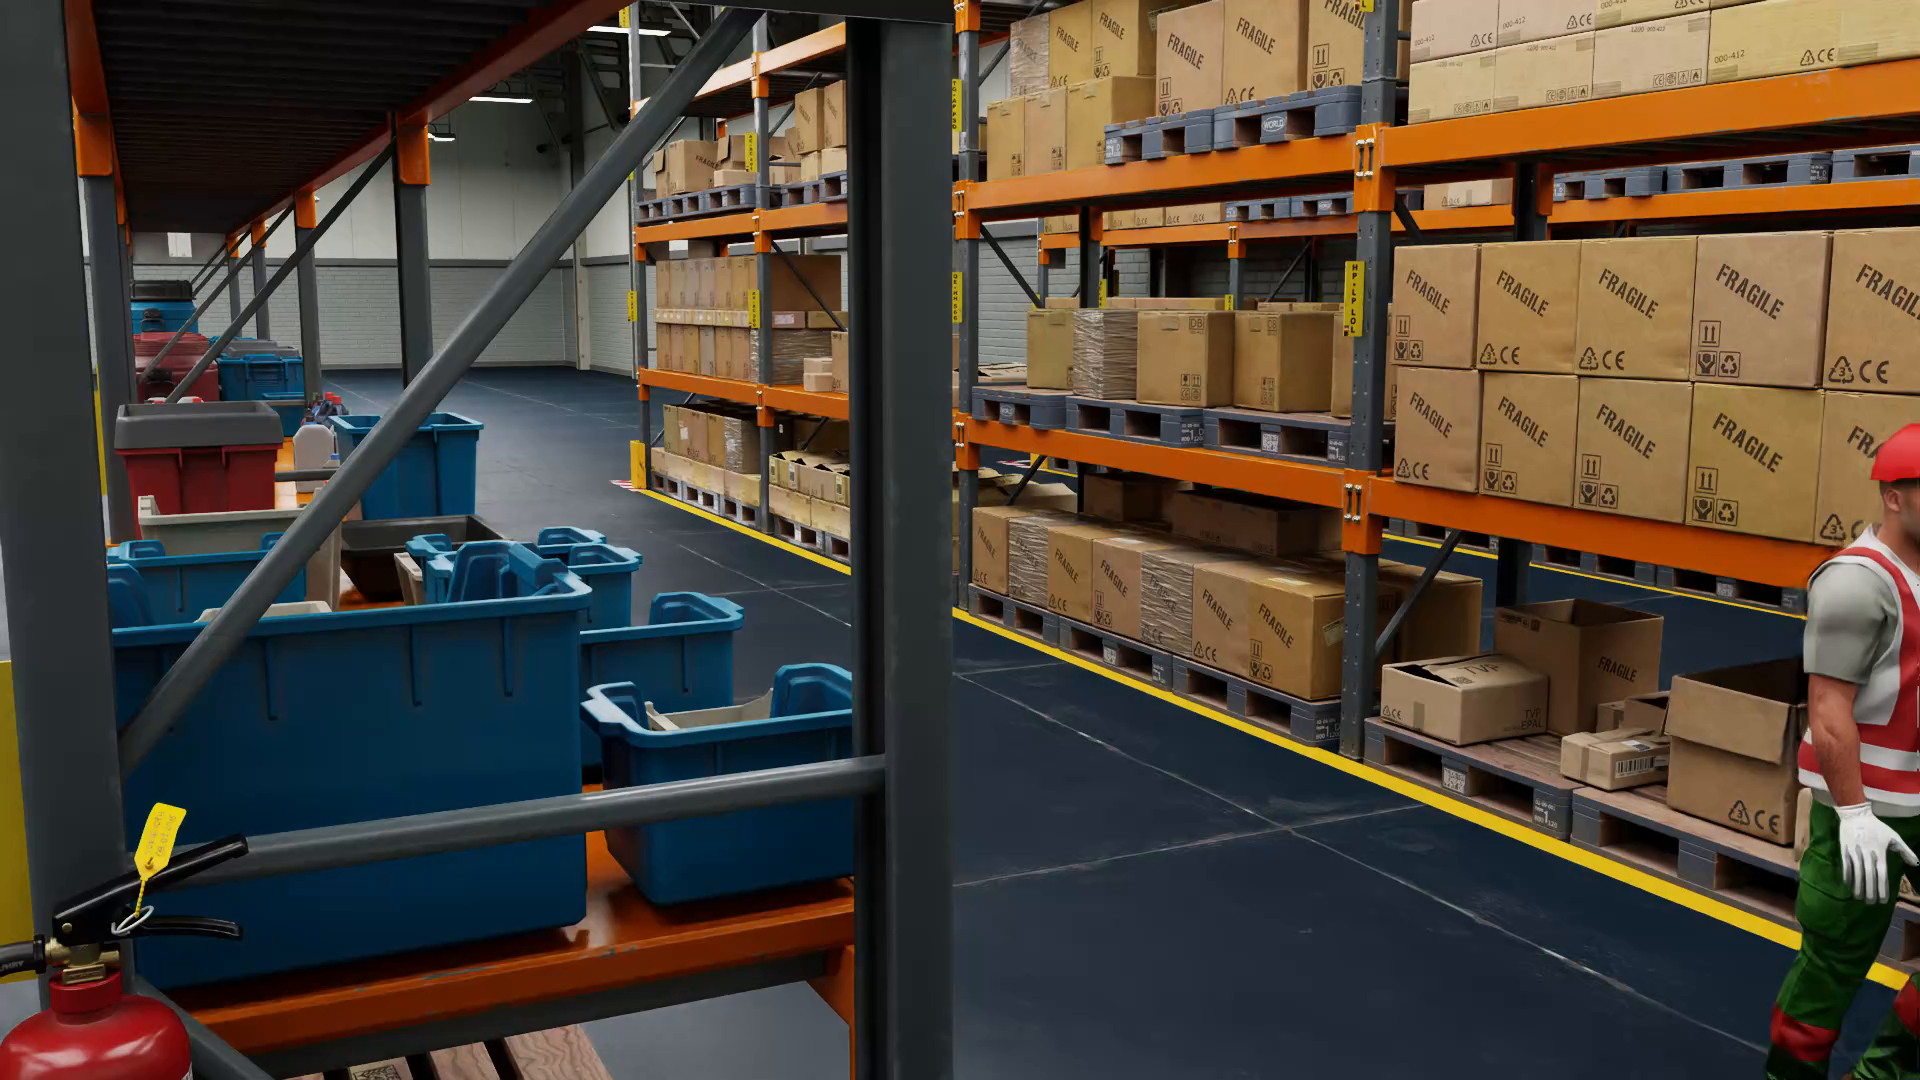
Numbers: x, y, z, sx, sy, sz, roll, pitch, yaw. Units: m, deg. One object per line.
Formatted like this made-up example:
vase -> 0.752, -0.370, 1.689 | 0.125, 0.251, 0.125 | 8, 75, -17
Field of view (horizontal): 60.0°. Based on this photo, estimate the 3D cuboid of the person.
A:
person -> 2.196, 0.638, 3.873 | 0.629, 1.826, 0.462 | -5, 10, -28
